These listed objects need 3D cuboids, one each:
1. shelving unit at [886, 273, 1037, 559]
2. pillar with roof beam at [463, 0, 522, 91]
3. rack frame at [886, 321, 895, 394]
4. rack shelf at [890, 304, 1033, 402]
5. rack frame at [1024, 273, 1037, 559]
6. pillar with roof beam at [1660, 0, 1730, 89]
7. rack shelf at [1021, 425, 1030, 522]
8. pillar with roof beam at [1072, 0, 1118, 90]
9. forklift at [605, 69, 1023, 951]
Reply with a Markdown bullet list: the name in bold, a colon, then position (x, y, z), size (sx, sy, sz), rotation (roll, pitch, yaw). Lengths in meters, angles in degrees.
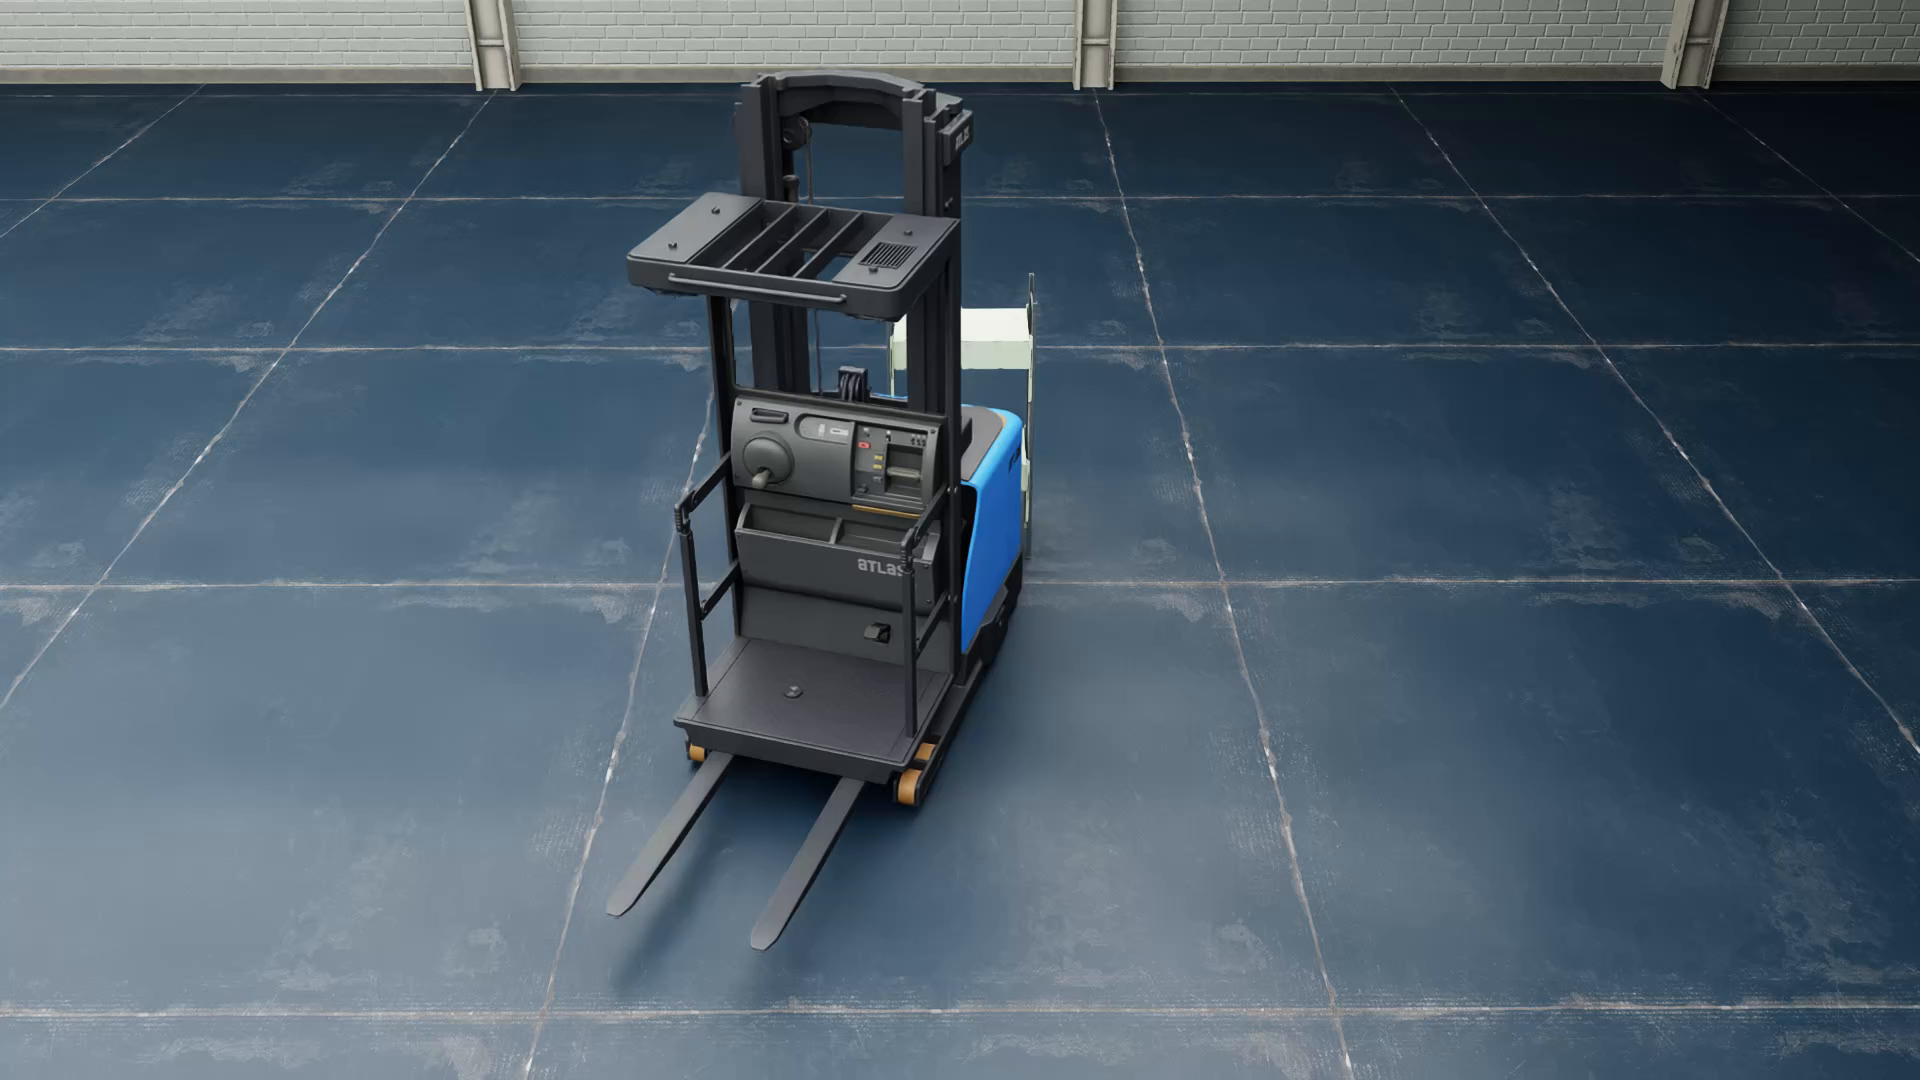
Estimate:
- **shelving unit**: position (0.007, -0.641, 8.861), size (0.755, 1.500, 0.431), rotation (0, 31, 0)
- **pillar with roof beam**: position (-4.627, -6.202, 10.796), size (0.400, 9.000, 9.100), rotation (0, 31, 0)
- **rack frame**: position (-0.359, -0.640, 8.859), size (0.023, 1.500, 0.400), rotation (0, 31, 0)
- **rack shelf**: position (0.007, -0.975, 8.659), size (0.720, 0.370, 0.431), rotation (0, 31, 0)
- **rack frame**: position (0.373, -0.642, 8.863), size (0.023, 1.500, 0.400), rotation (0, 31, 0)
- **pillar with roof beam**: position (7.372, -6.239, 10.858), size (0.400, 9.000, 9.100), rotation (0, 31, 0)
- **rack shelf**: position (0.007, -0.363, 9.030), size (0.720, 0.370, 0.431), rotation (0, 31, 0)
- **pillar with roof beam**: position (1.372, -6.220, 10.827), size (0.400, 9.000, 9.100), rotation (0, 31, 0)
- **forklift**: position (-0.603, -0.315, 6.944), size (1.130, 2.935, 3.031), rotation (9, 32, 15)
